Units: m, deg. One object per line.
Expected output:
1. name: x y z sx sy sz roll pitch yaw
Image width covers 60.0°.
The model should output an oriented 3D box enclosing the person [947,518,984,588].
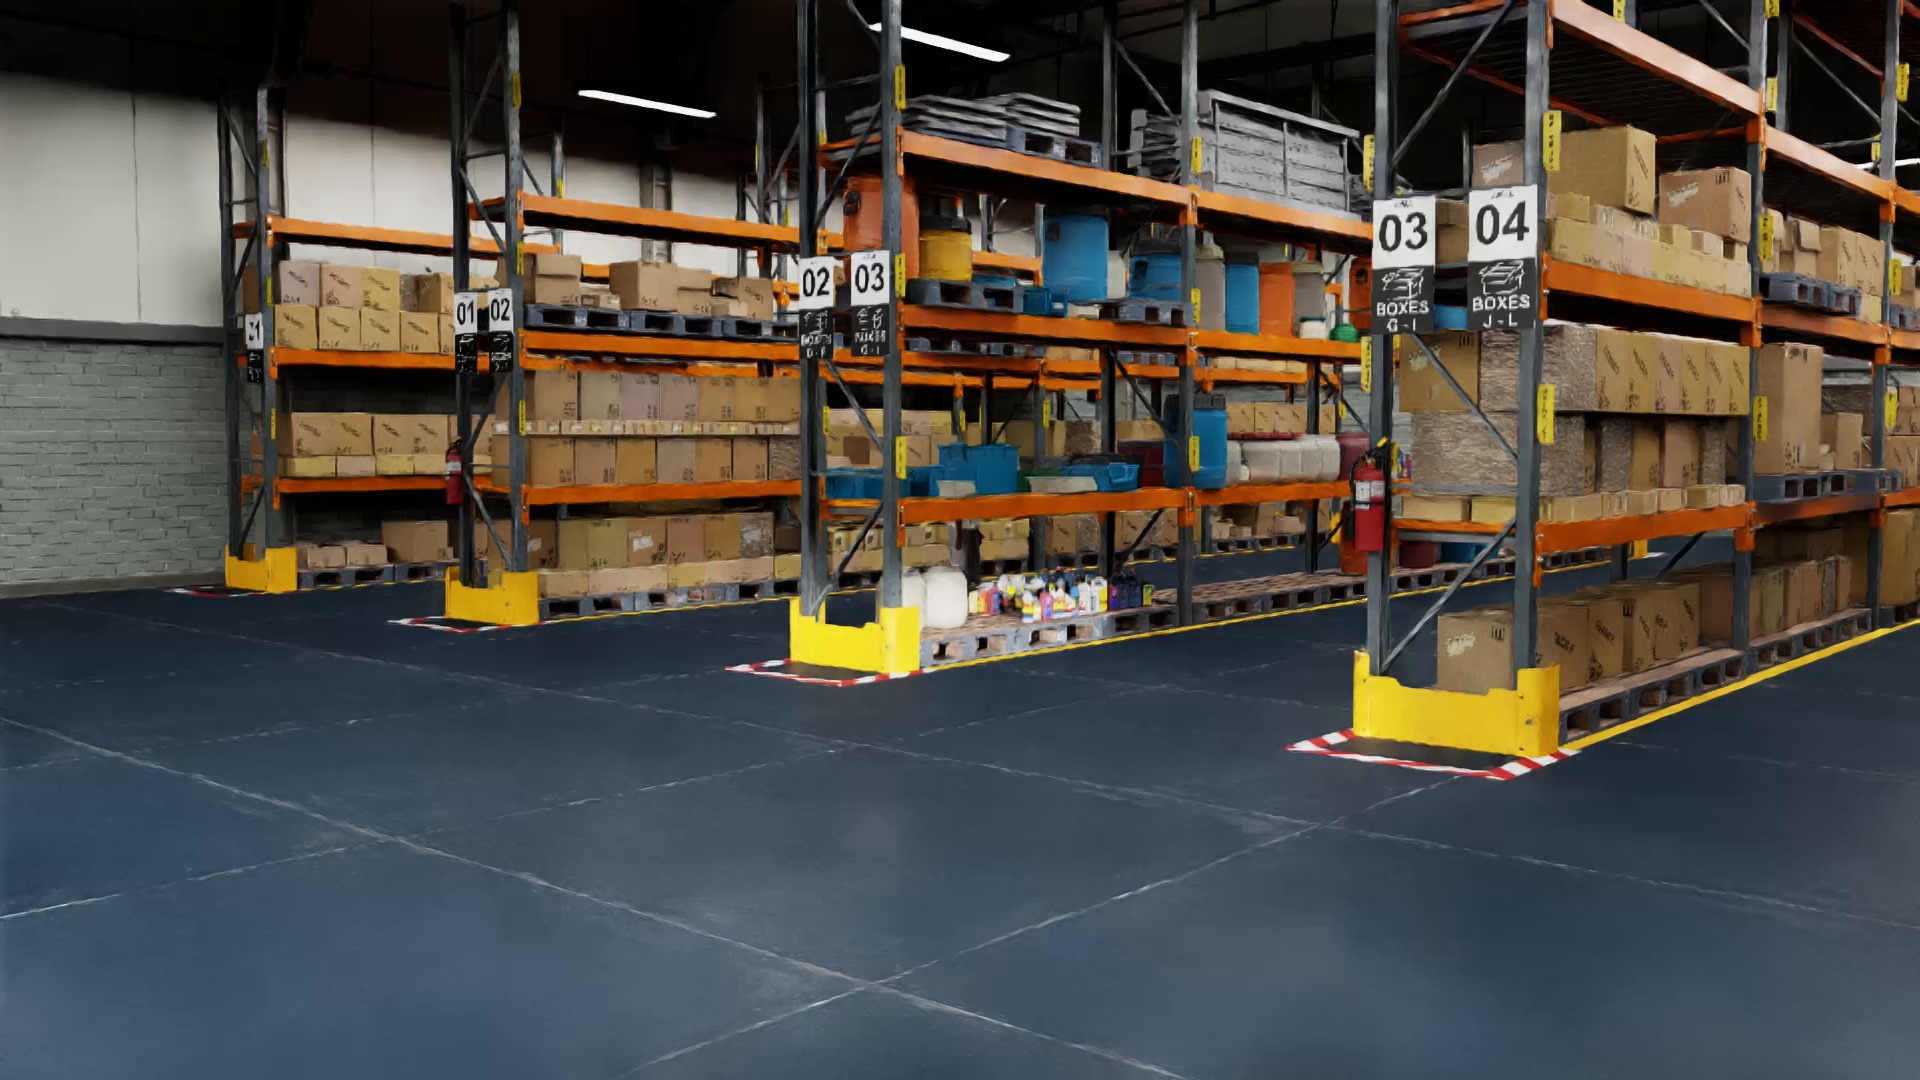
1. person: 0.115 -0.086 16.413 0.488 1.686 0.520 1 4 11
